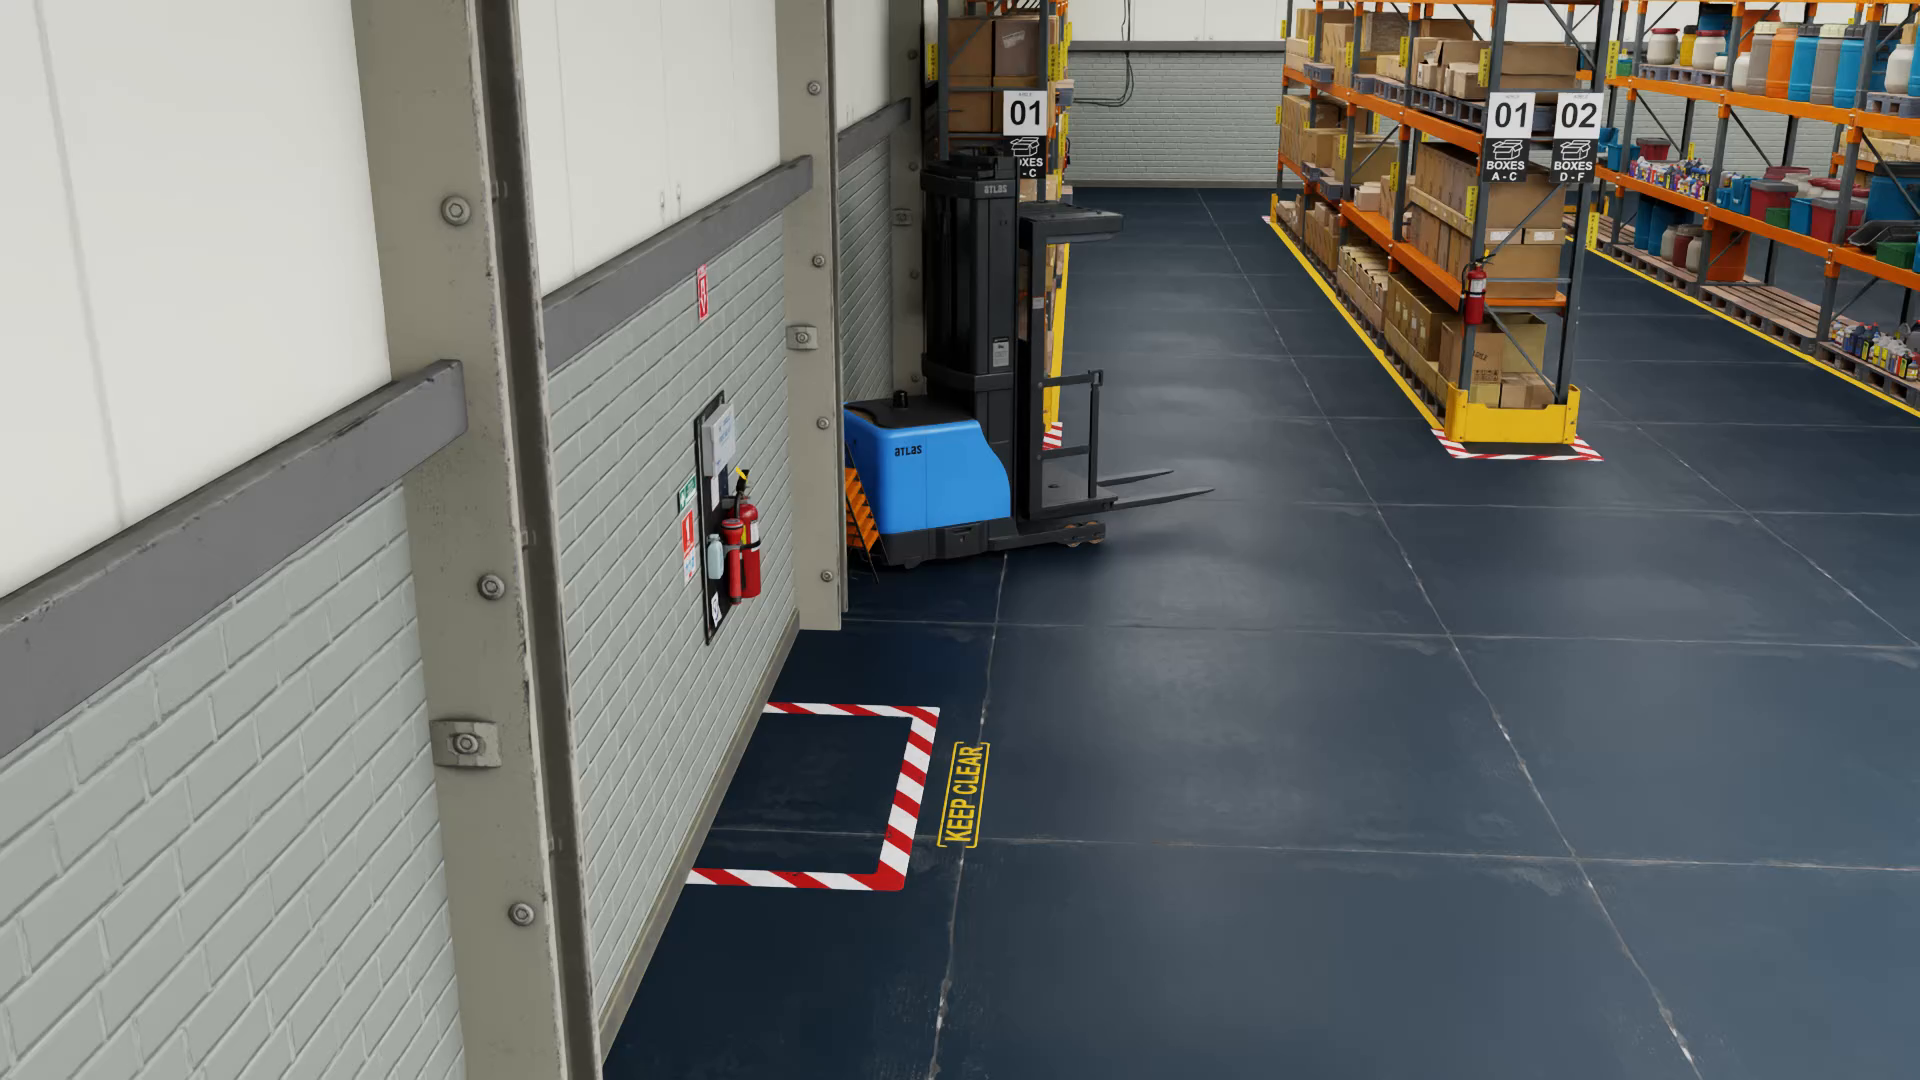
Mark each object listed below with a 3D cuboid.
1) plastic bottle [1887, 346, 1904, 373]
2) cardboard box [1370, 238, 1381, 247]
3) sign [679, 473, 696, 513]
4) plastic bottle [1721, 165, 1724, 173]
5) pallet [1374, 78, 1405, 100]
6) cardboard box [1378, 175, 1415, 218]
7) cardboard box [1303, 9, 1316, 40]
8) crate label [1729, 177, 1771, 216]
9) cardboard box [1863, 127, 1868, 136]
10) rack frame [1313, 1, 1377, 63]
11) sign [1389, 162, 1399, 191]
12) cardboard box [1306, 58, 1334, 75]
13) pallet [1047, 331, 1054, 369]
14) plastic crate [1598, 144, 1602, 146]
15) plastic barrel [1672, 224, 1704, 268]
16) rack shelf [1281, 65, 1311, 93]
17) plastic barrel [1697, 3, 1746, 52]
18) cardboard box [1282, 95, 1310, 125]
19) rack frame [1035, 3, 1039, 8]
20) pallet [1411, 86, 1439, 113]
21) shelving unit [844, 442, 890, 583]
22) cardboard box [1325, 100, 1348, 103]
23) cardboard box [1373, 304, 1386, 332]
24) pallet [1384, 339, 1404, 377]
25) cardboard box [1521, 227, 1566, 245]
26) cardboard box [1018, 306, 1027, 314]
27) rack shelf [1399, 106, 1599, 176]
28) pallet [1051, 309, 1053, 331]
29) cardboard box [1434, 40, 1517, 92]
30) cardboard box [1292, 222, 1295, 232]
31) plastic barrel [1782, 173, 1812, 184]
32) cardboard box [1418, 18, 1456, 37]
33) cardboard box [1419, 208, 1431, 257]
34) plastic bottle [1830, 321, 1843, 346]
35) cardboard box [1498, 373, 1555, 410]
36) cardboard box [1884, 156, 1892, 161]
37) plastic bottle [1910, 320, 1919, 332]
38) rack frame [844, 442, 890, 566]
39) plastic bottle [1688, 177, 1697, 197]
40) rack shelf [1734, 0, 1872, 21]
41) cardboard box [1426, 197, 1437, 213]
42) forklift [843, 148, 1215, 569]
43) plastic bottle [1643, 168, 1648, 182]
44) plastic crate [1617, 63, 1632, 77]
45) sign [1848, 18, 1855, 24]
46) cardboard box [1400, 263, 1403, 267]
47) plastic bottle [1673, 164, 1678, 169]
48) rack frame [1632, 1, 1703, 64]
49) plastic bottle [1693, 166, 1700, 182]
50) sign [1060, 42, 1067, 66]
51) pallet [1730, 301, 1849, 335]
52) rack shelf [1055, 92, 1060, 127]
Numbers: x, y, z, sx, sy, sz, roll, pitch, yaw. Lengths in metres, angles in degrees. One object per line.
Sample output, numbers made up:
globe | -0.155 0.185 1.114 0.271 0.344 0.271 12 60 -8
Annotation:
plastic bottle | 9.934 -1.910 17.602 0.152 0.276 0.135 1 18 2
cardboard box | 6.136 -4.047 23.764 0.500 0.500 0.500 2 18 6
sign | -1.288 -0.223 7.877 0.001 0.109 0.331 1 18 4
plastic bottle | 11.226 -5.363 24.552 0.144 0.351 0.185 1 18 4
pallet | 5.781 -5.666 20.884 1.003 0.211 1.213 2 18 6
cardboard box | 5.714 -4.417 21.424 0.500 0.500 0.500 0 18 1
cardboard box | 6.192 -8.699 28.071 0.700 0.500 0.500 1 18 4
crate label | 10.417 -4.493 21.762 0.502 0.435 0.616 1 18 4
cardboard box | 15.932 -7.281 28.886 0.500 0.500 0.500 1 18 3
rack frame | 6.105 -8.984 25.889 1.000 3.000 0.127 1 18 4
sign | 4.989 -4.170 19.100 0.100 0.325 0.005 1 18 4
cardboard box | 5.874 -7.644 26.858 0.500 0.250 0.500 1 18 4
pallet | 0.577 -2.223 19.369 1.003 0.211 1.213 1 18 4
plastic crate | 10.891 -6.734 28.830 0.416 0.233 0.300 1 18 4
plastic barrel | 10.857 -4.336 24.536 0.600 0.588 0.708 1 18 4
rack shelf | 6.248 -7.838 28.363 1.077 0.370 4.000 1 18 4
plastic barrel | 11.075 -7.351 24.243 0.600 0.901 0.708 1 18 4
cardboard box | 6.097 -7.766 30.040 0.500 0.500 0.500 2 18 6
rack frame | 1.450 -10.336 30.014 1.000 3.000 0.127 1 18 4
pallet | 5.496 -4.766 17.977 1.003 0.211 1.213 1 18 4
shelving unit | -0.783 -0.192 11.667 0.258 1.200 0.189 9 49 26
cardboard box | 6.529 -7.276 28.545 0.500 0.500 0.500 2 18 6
cardboard box | 5.272 -2.677 20.016 0.500 0.250 0.500 1 18 3
pallet | 5.432 -2.077 18.923 1.003 0.211 1.213 1 18 4
cardboard box | 5.487 -2.879 15.689 0.380 0.149 0.250 1 18 4
cardboard box | 0.555 -2.456 18.908 0.500 0.500 0.500 0 18 0
rack shelf | 5.388 -4.111 16.989 1.077 0.370 4.000 1 18 4
pallet | 0.644 -2.675 20.746 1.003 0.211 1.213 1 18 4
cardboard box | 5.287 -4.880 17.117 0.797 0.503 0.637 3 18 10
cardboard box | 5.830 -5.288 28.117 0.380 0.149 0.250 1 18 4
plastic barrel | 10.897 -4.508 21.683 0.421 0.512 0.421 0 18 0
cardboard box | 5.632 -5.927 19.737 0.500 0.500 0.500 3 18 9
cardboard box | 5.474 -3.394 18.303 0.700 0.500 0.500 1 18 3
plastic bottle | 10.011 -2.360 18.983 0.097 0.271 0.097 0 18 0
cardboard box | 5.505 -1.461 16.305 0.500 0.250 0.500 1 18 4
cardboard box | 15.791 -6.372 27.954 0.380 0.149 0.250 2 18 5
plastic bottle | 10.713 -2.280 18.613 0.144 0.351 0.185 1 18 2
rack frame | -0.746 -0.256 11.722 0.240 1.200 0.006 9 49 26
plastic bottle | 10.419 -5.021 23.634 0.097 0.271 0.097 0 18 0
rack shelf | 10.615 -6.477 20.035 1.077 0.370 4.000 1 18 4
cardboard box | 5.247 -3.608 17.914 0.380 0.149 0.250 1 18 2
forklift | 0.559 -1.478 12.726 3.031 2.935 1.130 -9 20 -25
plastic bottle | 10.563 -5.612 25.553 0.097 0.201 0.097 0 18 0
plastic crate | 10.774 -7.484 26.470 0.450 0.188 0.662 1 18 4
sign | 15.719 -9.046 29.364 0.100 0.325 0.005 1 18 4
cardboard box | 5.956 -3.564 21.822 0.500 0.311 0.500 1 18 4
plastic bottle | 11.213 -5.794 26.108 0.097 0.201 0.097 0 18 0
rack frame | 11.045 -8.872 25.548 1.000 3.000 0.127 1 18 4
plastic bottle | 11.141 -5.516 25.145 0.097 0.271 0.097 0 18 0
sign | 1.418 -6.658 22.779 0.100 0.325 0.005 1 18 4
pallet | 10.574 -2.836 21.240 1.003 0.211 1.213 1 18 4
rack shelf | 0.733 -5.463 21.115 1.077 0.370 4.000 1 18 4
